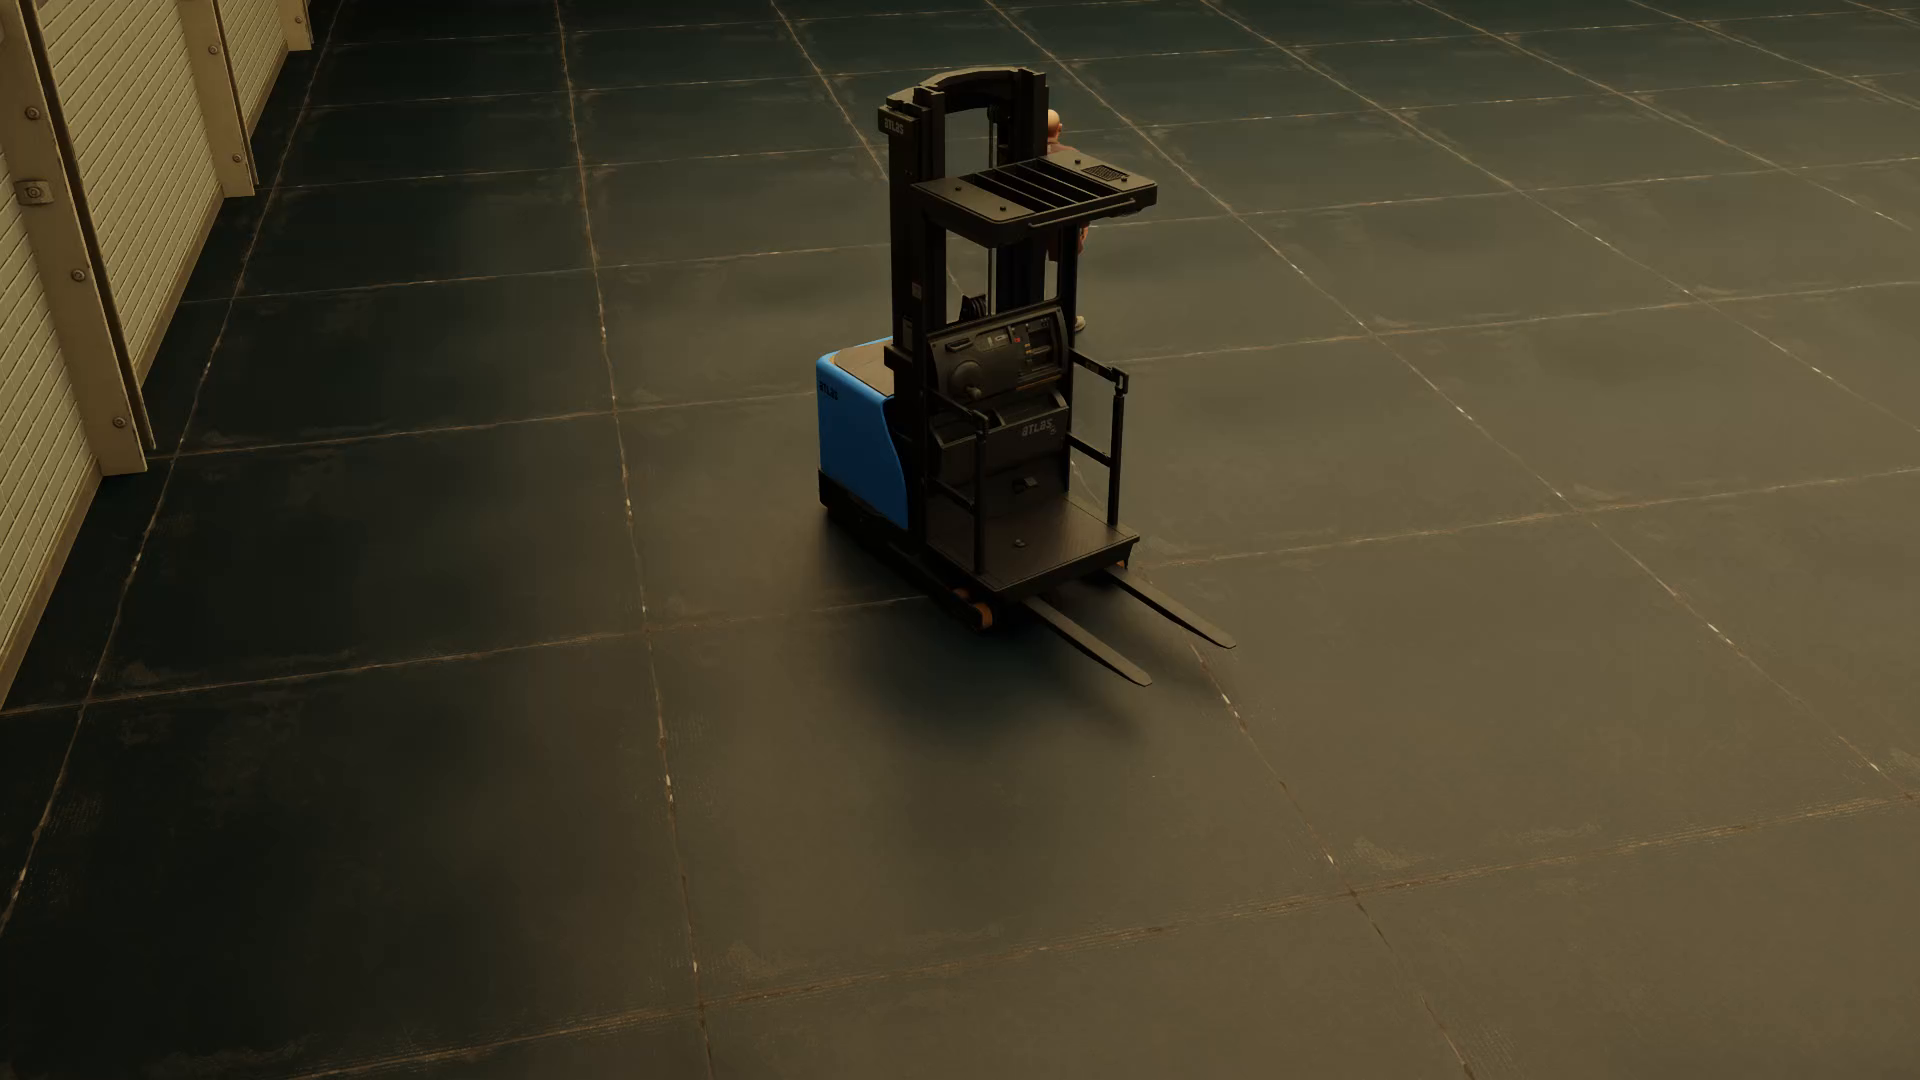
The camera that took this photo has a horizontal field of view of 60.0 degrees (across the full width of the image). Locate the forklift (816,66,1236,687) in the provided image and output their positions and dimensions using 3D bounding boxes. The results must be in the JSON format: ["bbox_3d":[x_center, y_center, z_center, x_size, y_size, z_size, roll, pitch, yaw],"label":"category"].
[{"bbox_3d":[0.355,-1.021,9.338,1.130,2.935,3.031,-20,35,-30],"label":"forklift"}]

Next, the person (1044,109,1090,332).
[{"bbox_3d":[0.689,-2.464,12.986,0.652,1.773,0.434,5,30,9],"label":"person"}]
